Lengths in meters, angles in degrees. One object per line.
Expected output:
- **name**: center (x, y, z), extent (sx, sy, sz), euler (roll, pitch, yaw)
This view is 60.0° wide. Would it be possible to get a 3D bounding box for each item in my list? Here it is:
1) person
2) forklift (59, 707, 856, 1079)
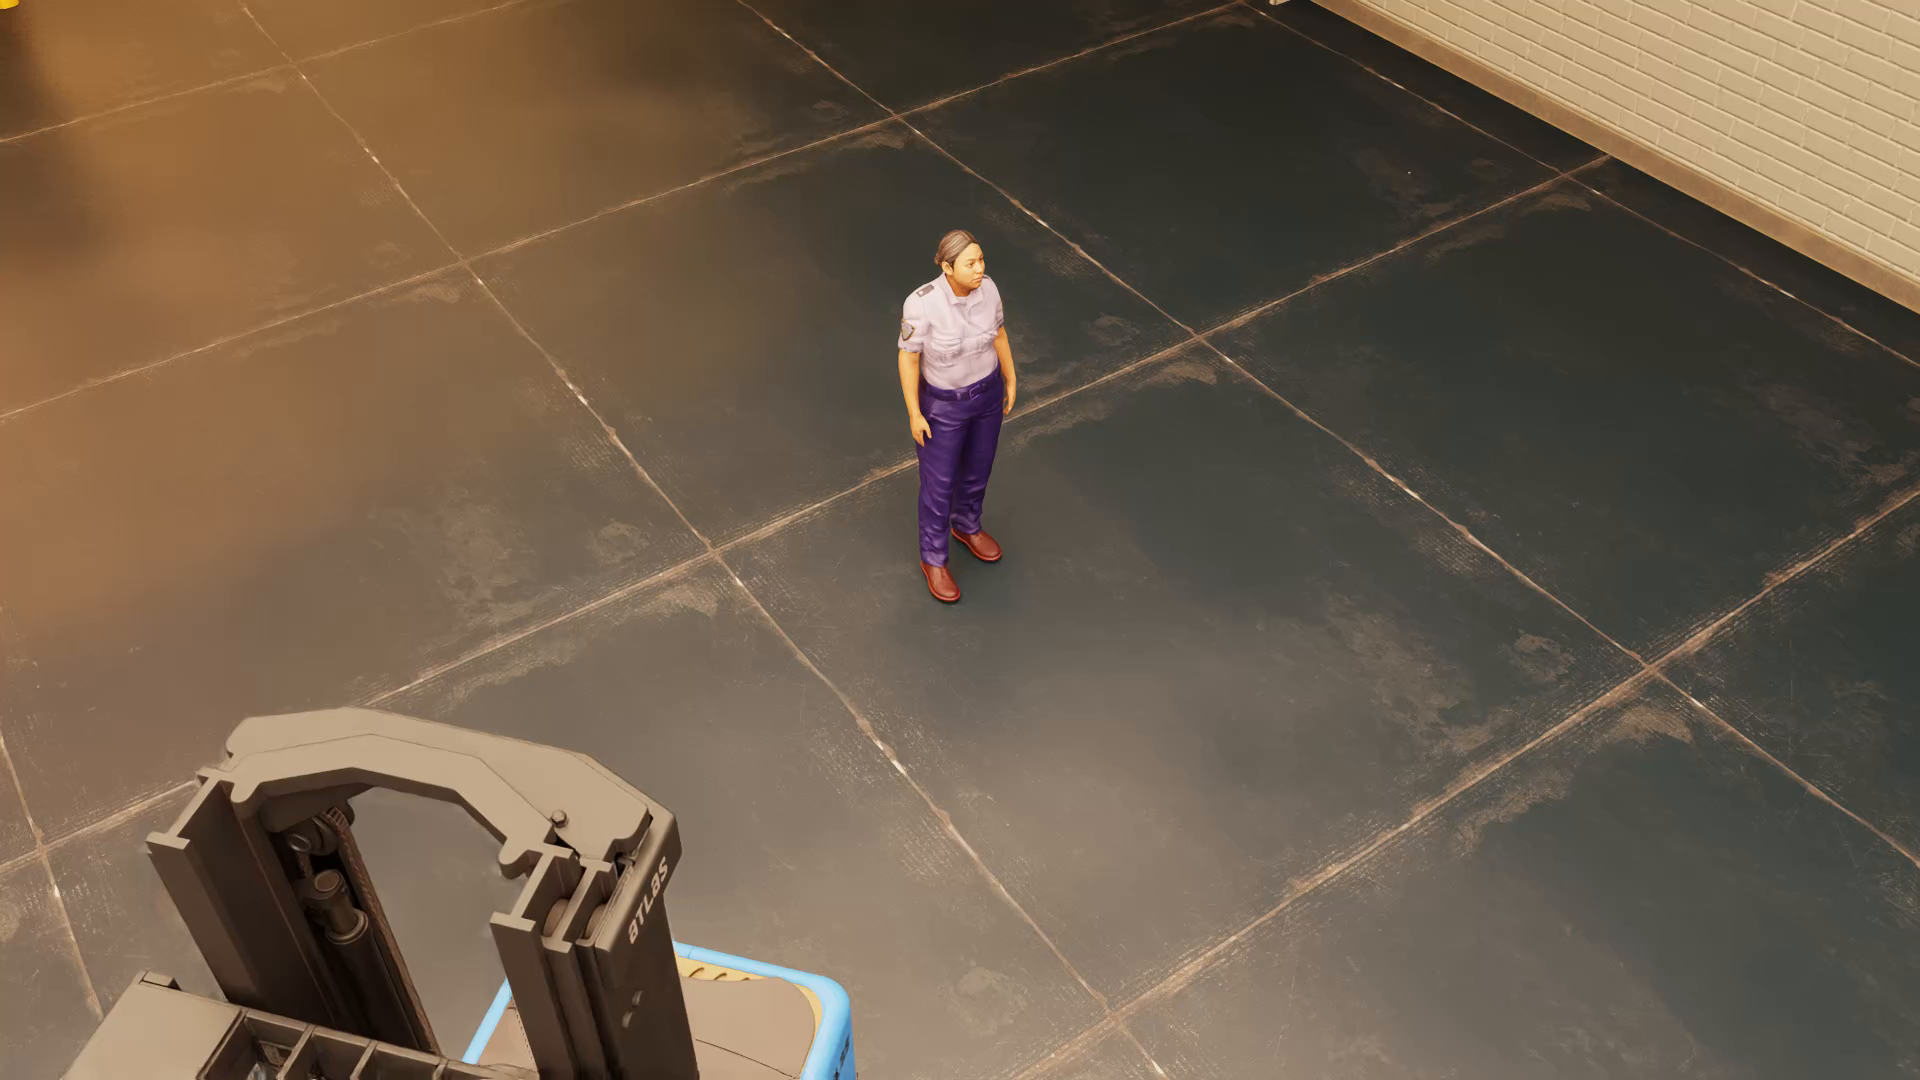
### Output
- **person**: center (0.032, -0.553, 7.251), extent (0.598, 1.651, 0.503), euler (-25, 48, -25)
- **forklift**: center (-1.178, 1.896, 3.658), extent (1.130, 2.935, 3.031), euler (10, 44, 11)
